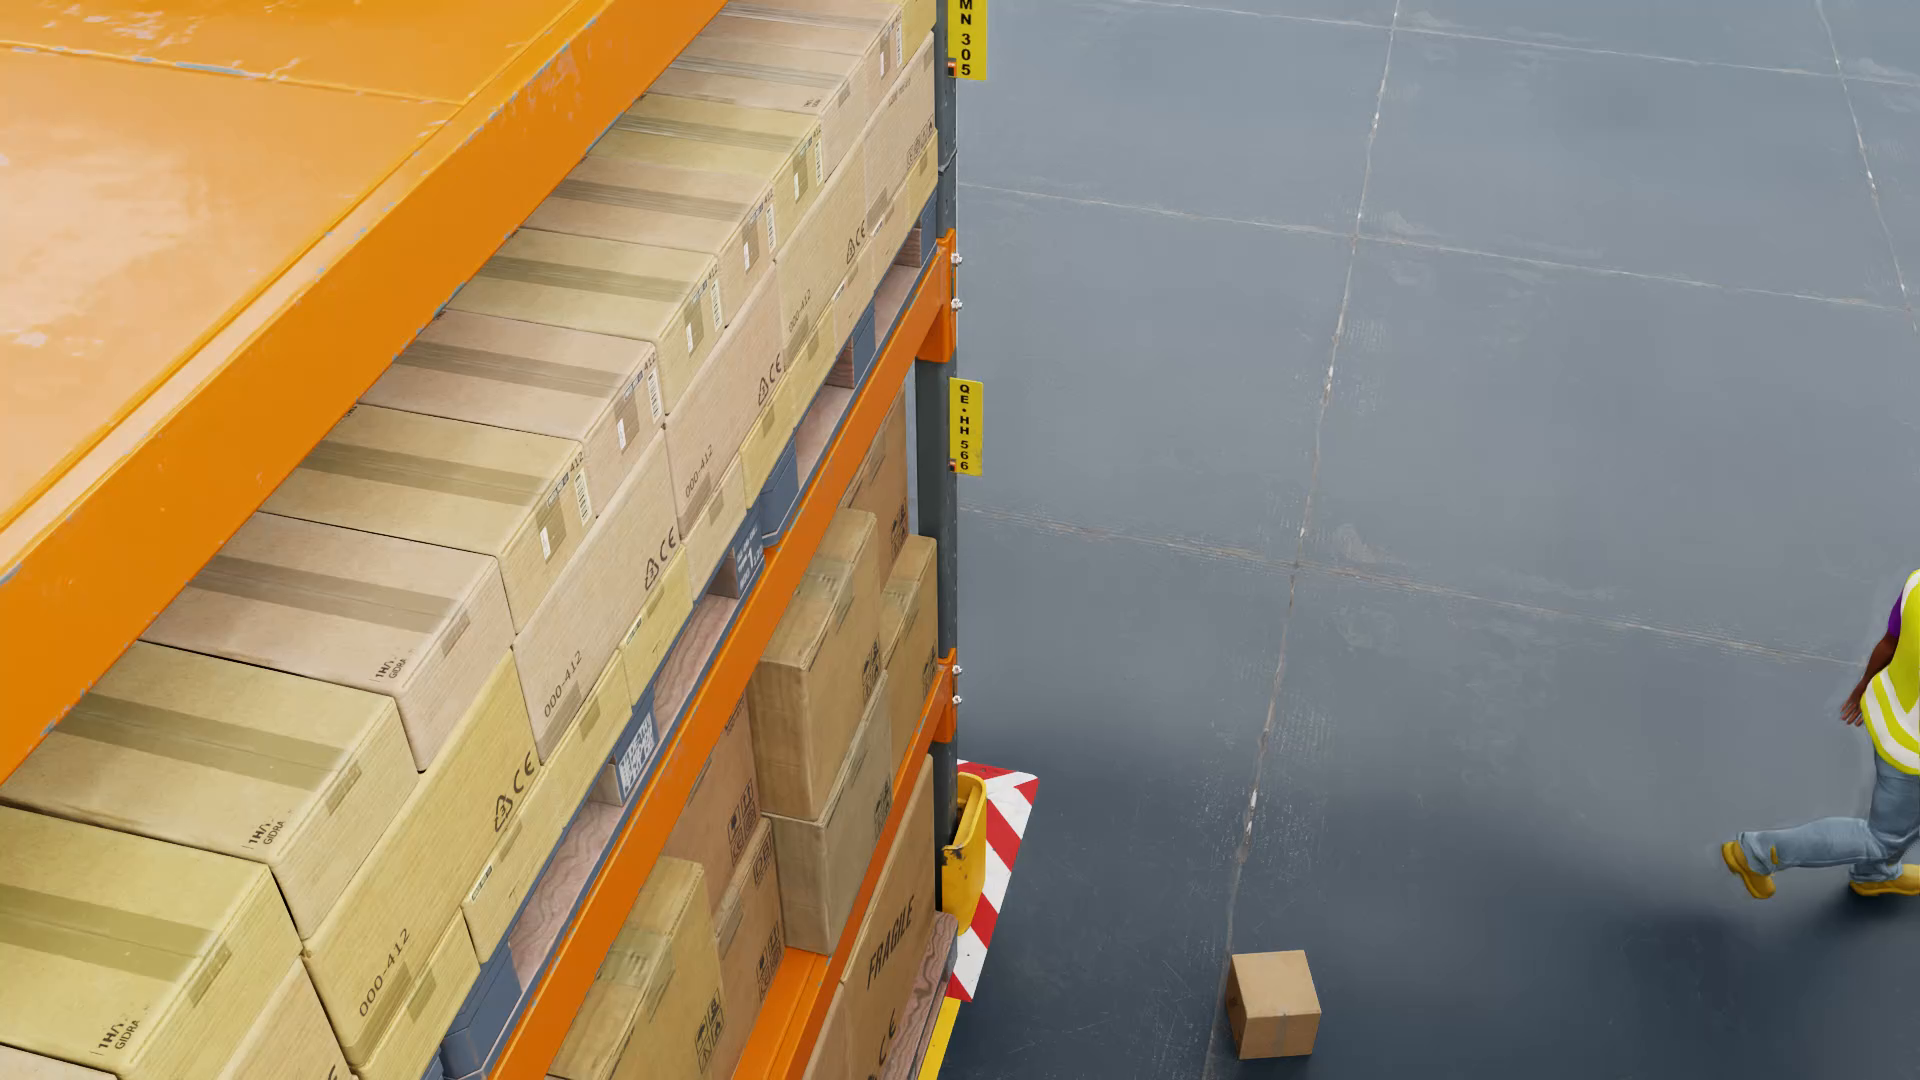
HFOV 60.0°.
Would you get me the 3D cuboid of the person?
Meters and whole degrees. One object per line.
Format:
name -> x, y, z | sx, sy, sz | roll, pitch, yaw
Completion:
person -> 3.148, 0.658, 5.532 | 0.860, 1.740, 0.613 | 5, 41, 6
